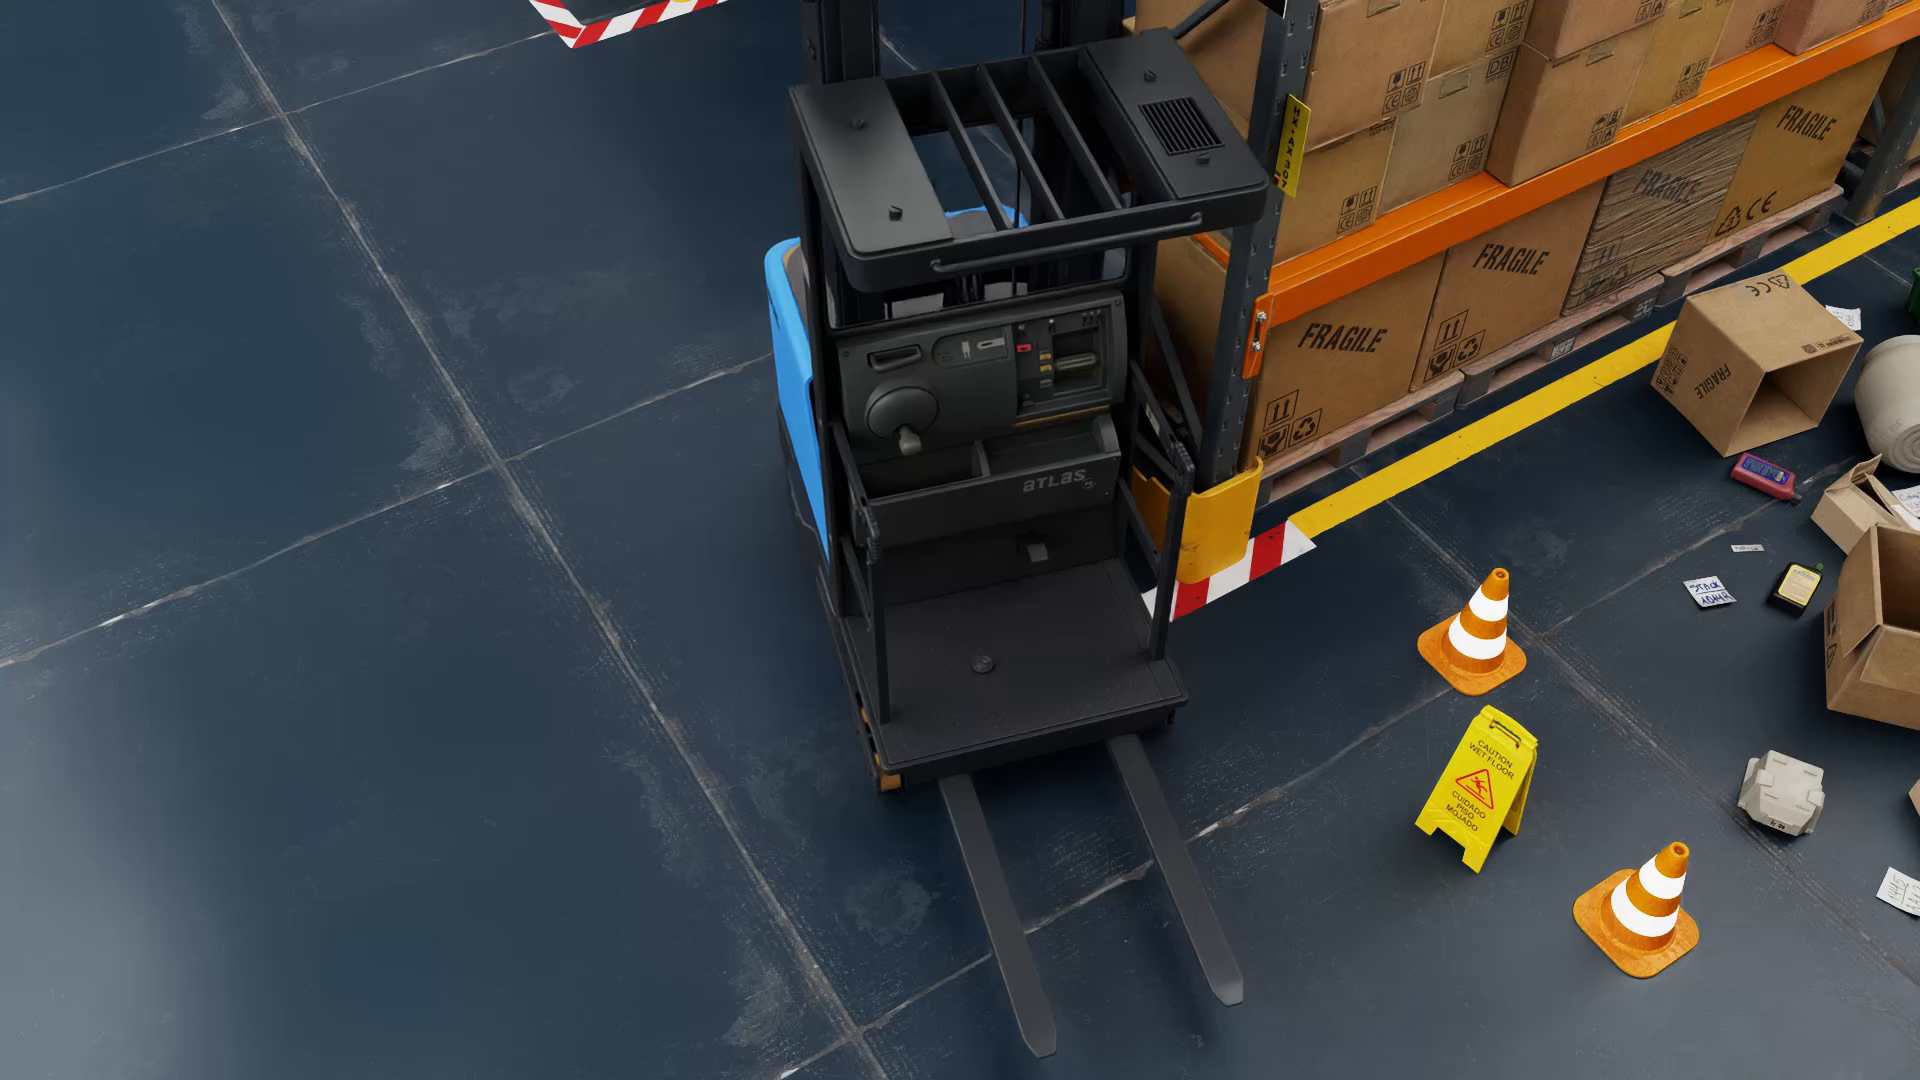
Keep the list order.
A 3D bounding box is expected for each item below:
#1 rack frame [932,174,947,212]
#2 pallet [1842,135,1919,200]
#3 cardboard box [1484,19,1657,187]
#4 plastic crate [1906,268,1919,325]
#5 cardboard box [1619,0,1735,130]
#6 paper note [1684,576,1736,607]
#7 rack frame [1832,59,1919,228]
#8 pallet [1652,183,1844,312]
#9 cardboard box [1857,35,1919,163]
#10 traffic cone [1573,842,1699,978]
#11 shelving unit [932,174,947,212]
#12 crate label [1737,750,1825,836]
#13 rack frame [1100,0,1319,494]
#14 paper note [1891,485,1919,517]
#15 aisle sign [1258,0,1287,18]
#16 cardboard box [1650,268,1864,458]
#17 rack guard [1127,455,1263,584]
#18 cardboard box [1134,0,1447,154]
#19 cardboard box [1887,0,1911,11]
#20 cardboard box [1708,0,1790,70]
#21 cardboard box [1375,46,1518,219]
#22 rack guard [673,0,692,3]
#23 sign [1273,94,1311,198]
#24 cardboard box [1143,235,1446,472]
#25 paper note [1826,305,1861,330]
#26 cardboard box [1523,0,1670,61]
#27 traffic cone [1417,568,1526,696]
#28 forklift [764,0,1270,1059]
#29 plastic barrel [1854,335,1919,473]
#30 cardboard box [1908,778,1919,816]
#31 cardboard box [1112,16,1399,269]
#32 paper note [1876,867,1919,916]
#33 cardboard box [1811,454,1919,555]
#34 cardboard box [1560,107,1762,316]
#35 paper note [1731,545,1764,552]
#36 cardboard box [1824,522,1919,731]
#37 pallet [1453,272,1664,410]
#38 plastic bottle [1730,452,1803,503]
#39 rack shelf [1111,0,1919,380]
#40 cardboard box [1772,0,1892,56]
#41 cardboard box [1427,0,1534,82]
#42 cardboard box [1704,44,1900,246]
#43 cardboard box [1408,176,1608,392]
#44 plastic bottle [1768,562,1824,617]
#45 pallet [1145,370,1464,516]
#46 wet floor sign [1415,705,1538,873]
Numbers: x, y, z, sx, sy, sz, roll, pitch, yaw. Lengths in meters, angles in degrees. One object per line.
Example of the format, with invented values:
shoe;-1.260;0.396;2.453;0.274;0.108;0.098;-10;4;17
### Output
rack frame;-0.081;-1.023;6.902;0.008;1.050;0.200;-12;49;-10
pallet;4.728;-2.273;8.578;1.213;0.211;1.003;-25;53;-21
cardboard box;2.016;-1.855;6.238;0.550;0.550;0.875;-25;53;-21
plastic crate;4.668;-1.033;7.451;0.662;0.188;0.450;-2;38;-1
cardboard box;2.443;-2.092;6.449;0.500;0.550;0.875;-25;53;-21
paper note;2.930;0.201;6.497;0.142;0.017;0.144;-9;49;-8
rack frame;4.116;-2.845;7.221;0.127;3.000;1.000;-25;53;-21
pallet;3.431;-1.664;8.036;1.213;0.211;1.003;-25;53;-21
cardboard box;4.593;-2.541;8.175;0.750;0.750;1.050;-25;53;-21
traffic cone;2.255;1.127;5.382;0.334;0.463;0.336;-25;53;-21
shelving unit;-0.198;-0.998;6.880;0.252;1.050;0.215;-12;49;-10
crate label;2.887;0.883;5.818;0.250;0.136;0.298;21;52;18
rack frame;0.733;-1.251;5.801;0.127;3.000;1.000;-25;53;-21
paper note;3.944;-0.158;6.821;0.155;0.023;0.172;-9;49;-8
aisle sign;0.833;-1.898;4.636;0.004;0.787;0.394;-25;53;-21
cardboard box;3.350;-0.748;7.025;0.500;0.500;0.500;-17;51;-15
rack guard;0.712;-0.411;6.726;0.348;0.500;1.175;-25;53;-21
cardboard box;1.067;-1.784;5.452;0.550;0.550;0.875;-25;53;-21
cardboard box;3.810;-2.741;7.027;0.550;0.550;0.875;-25;53;-21
cardboard box;2.837;-2.366;6.694;0.550;0.550;0.875;-25;53;-21
cardboard box;1.476;-1.711;6.110;0.550;0.550;0.875;-25;53;-21
rack guard;-1.764;-3.623;9.587;0.348;0.500;1.175;-25;53;-21
sign;1.024;-1.213;5.134;0.005;0.325;0.100;-25;53;-21
cardboard box;1.271;-0.996;6.716;0.875;0.875;0.875;-25;53;-21
paper note;4.030;-1.018;7.581;0.147;0.020;0.142;13;50;12
cardboard box;2.029;-2.199;5.821;0.550;0.550;0.875;-25;53;-21
traffic cone;1.940;0.278;6.138;0.334;0.463;0.336;-25;53;-21
forklift;0.141;-0.420;5.107;1.130;2.935;3.031;-12;49;-10
plastic barrel;3.975;-0.568;6.917;0.421;0.421;0.512;6;49;5
cardboard box;3.489;0.985;5.718;0.250;0.149;0.380;-2;48;-1
cardboard box;1.022;-1.478;5.902;0.550;0.550;0.875;-25;53;-21
paper note;3.197;1.188;5.617;0.148;0.019;0.142;30;55;24
cardboard box;3.645;-0.088;6.596;0.258;0.266;0.396;-17;51;-15
cardboard box;2.786;-1.710;7.351;0.875;0.875;0.875;-25;53;-21
paper note;3.154;0.032;6.660;0.123;0.001;0.032;-2;48;-1
cardboard box;3.594;0.366;6.032;0.797;0.503;0.637;13;50;12
pallet;2.398;-1.175;7.601;1.213;0.211;1.003;-25;53;-21
plastic bottle;3.352;-0.252;6.879;0.283;0.061;0.133;30;55;24
rack shelf;2.424;-1.809;6.780;4.000;0.370;1.077;-25;53;-21
cardboard box;3.357;-2.507;6.819;0.550;0.550;0.875;-25;53;-21
cardboard box;1.483;-2.061;5.699;0.550;0.550;0.875;-25;53;-21
cardboard box;3.546;-2.072;7.673;0.875;0.875;0.875;-24;53;-20
cardboard box;2.014;-1.348;7.029;0.875;0.875;0.875;-26;53;-21
plastic bottle;3.277;0.171;6.502;0.133;0.061;0.283;30;55;24
pallet;1.367;-0.692;7.170;1.213;0.211;1.003;-25;53;-21
wet floor sign;1.765;0.794;5.556;0.232;0.644;0.267;-34;57;-27
